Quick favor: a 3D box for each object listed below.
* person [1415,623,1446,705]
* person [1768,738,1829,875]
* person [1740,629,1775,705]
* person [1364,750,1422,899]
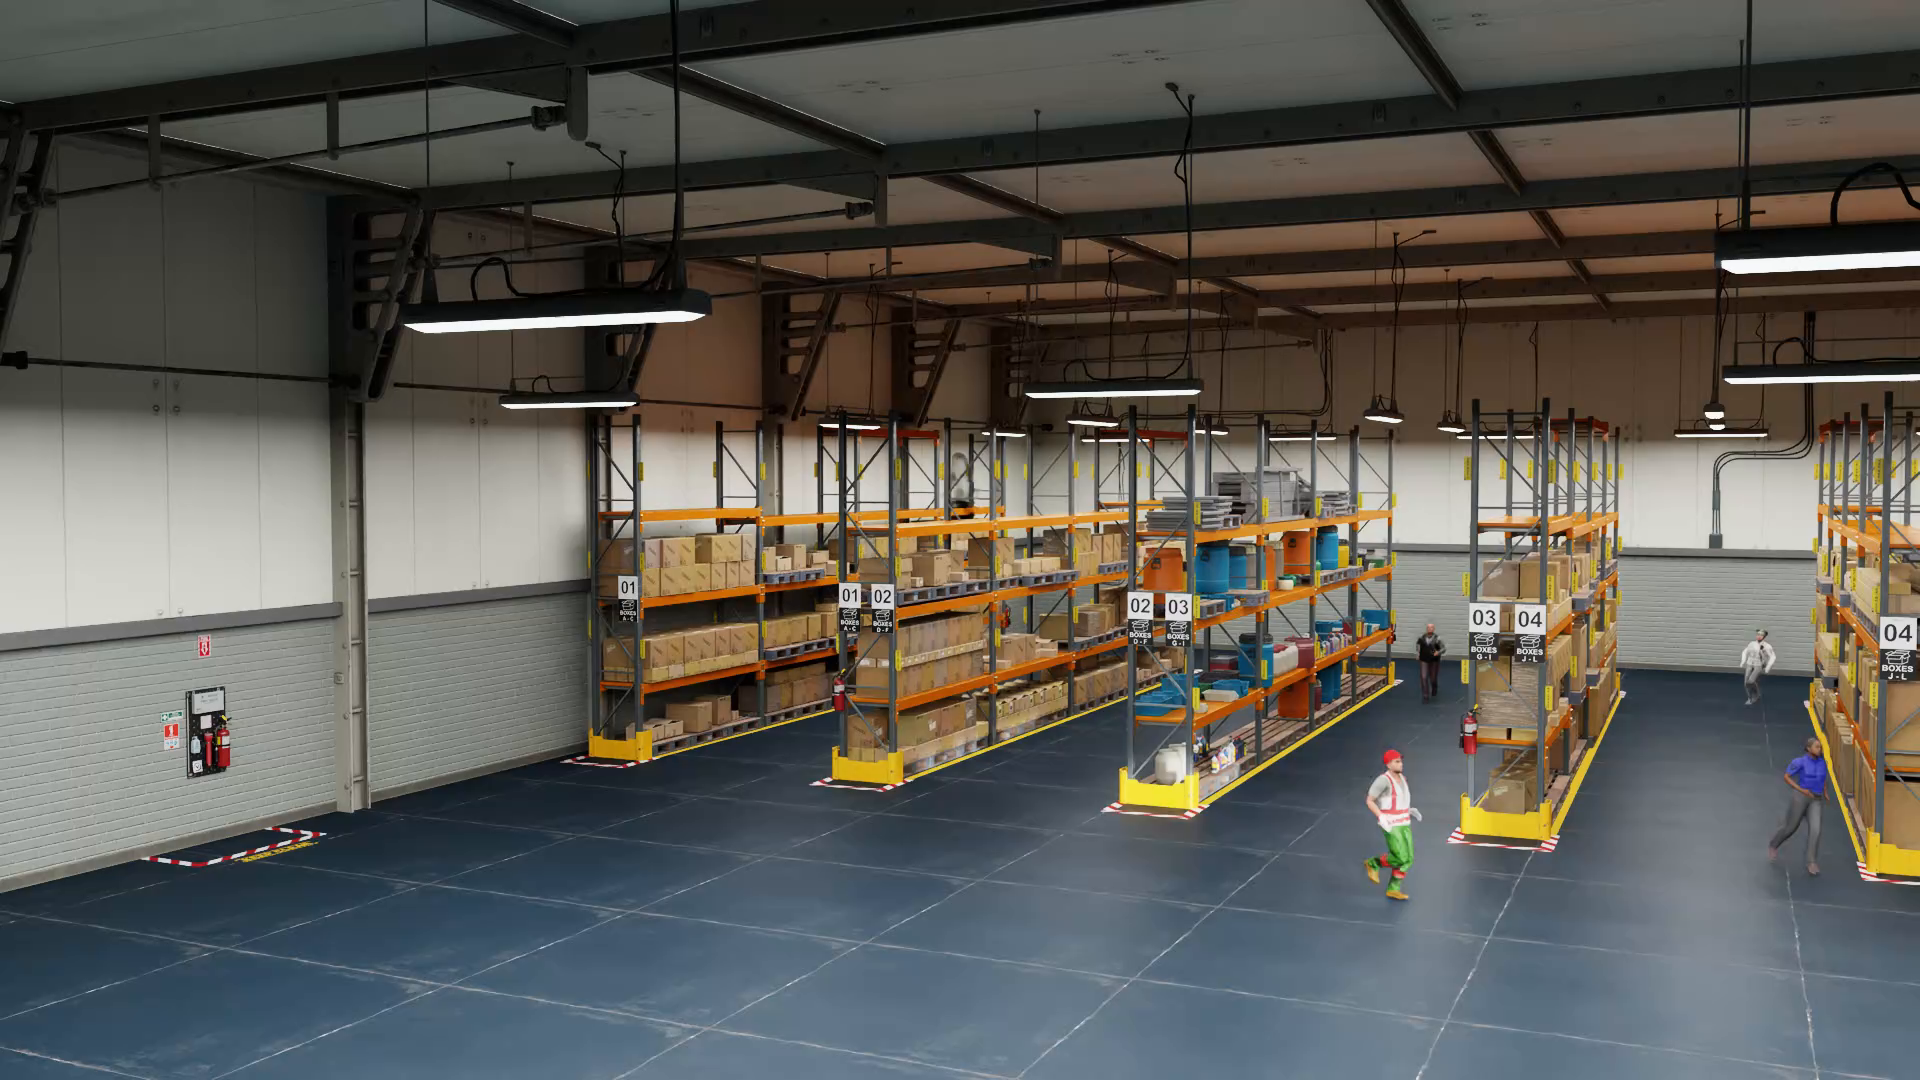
[{"bbox_3d":[10.196,2.666,36.086,0.663,1.725,0.928,1,3,24],"label":"person"},{"bbox_3d":[10.692,3.318,20.963,0.660,1.625,0.921,0,2,-3],"label":"person"},{"bbox_3d":[17.067,2.725,35.684,0.535,1.645,0.671,-2,3,-33],"label":"person"},{"bbox_3d":[5.071,3.329,19.523,0.643,1.737,0.592,-2,3,-39],"label":"person"}]
